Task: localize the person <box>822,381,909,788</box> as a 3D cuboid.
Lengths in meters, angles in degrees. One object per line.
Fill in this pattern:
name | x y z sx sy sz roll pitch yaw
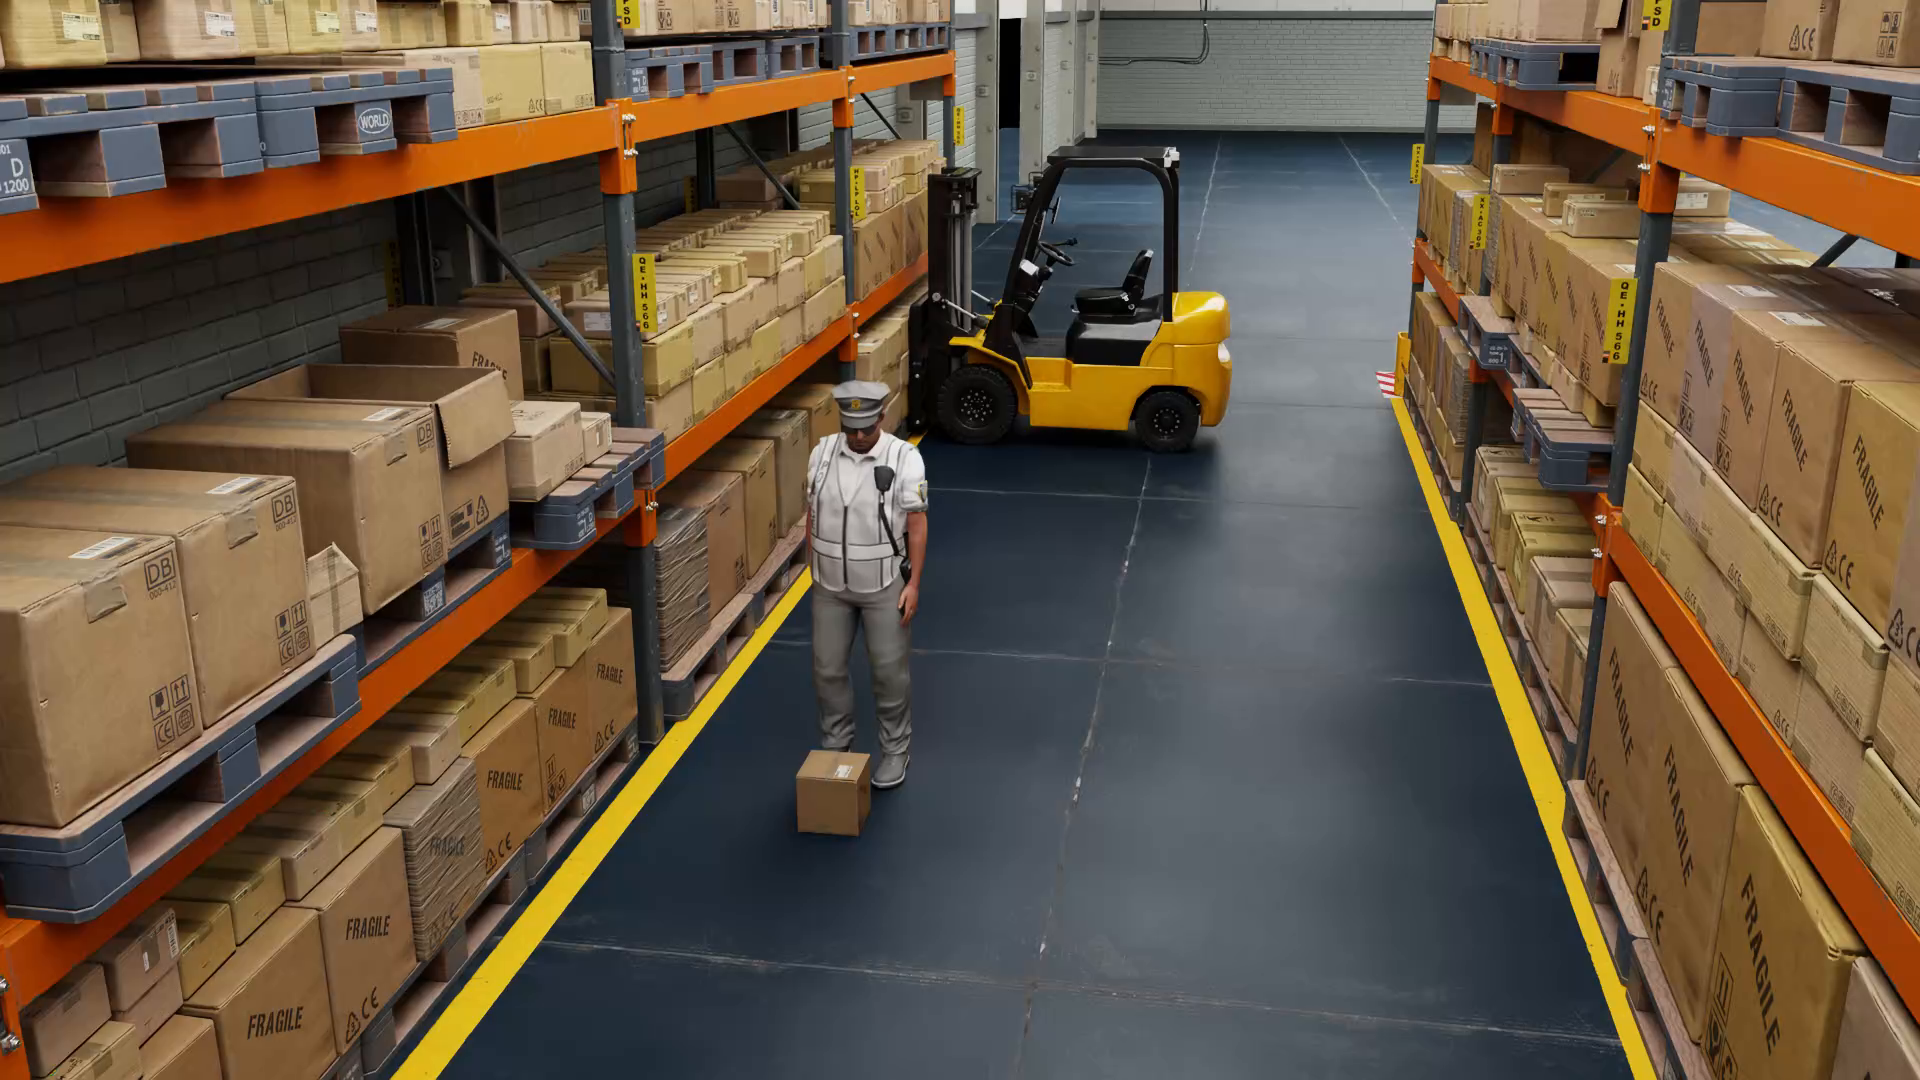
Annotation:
person | -0.431 0.187 6.993 0.416 1.737 0.334 4 18 14
